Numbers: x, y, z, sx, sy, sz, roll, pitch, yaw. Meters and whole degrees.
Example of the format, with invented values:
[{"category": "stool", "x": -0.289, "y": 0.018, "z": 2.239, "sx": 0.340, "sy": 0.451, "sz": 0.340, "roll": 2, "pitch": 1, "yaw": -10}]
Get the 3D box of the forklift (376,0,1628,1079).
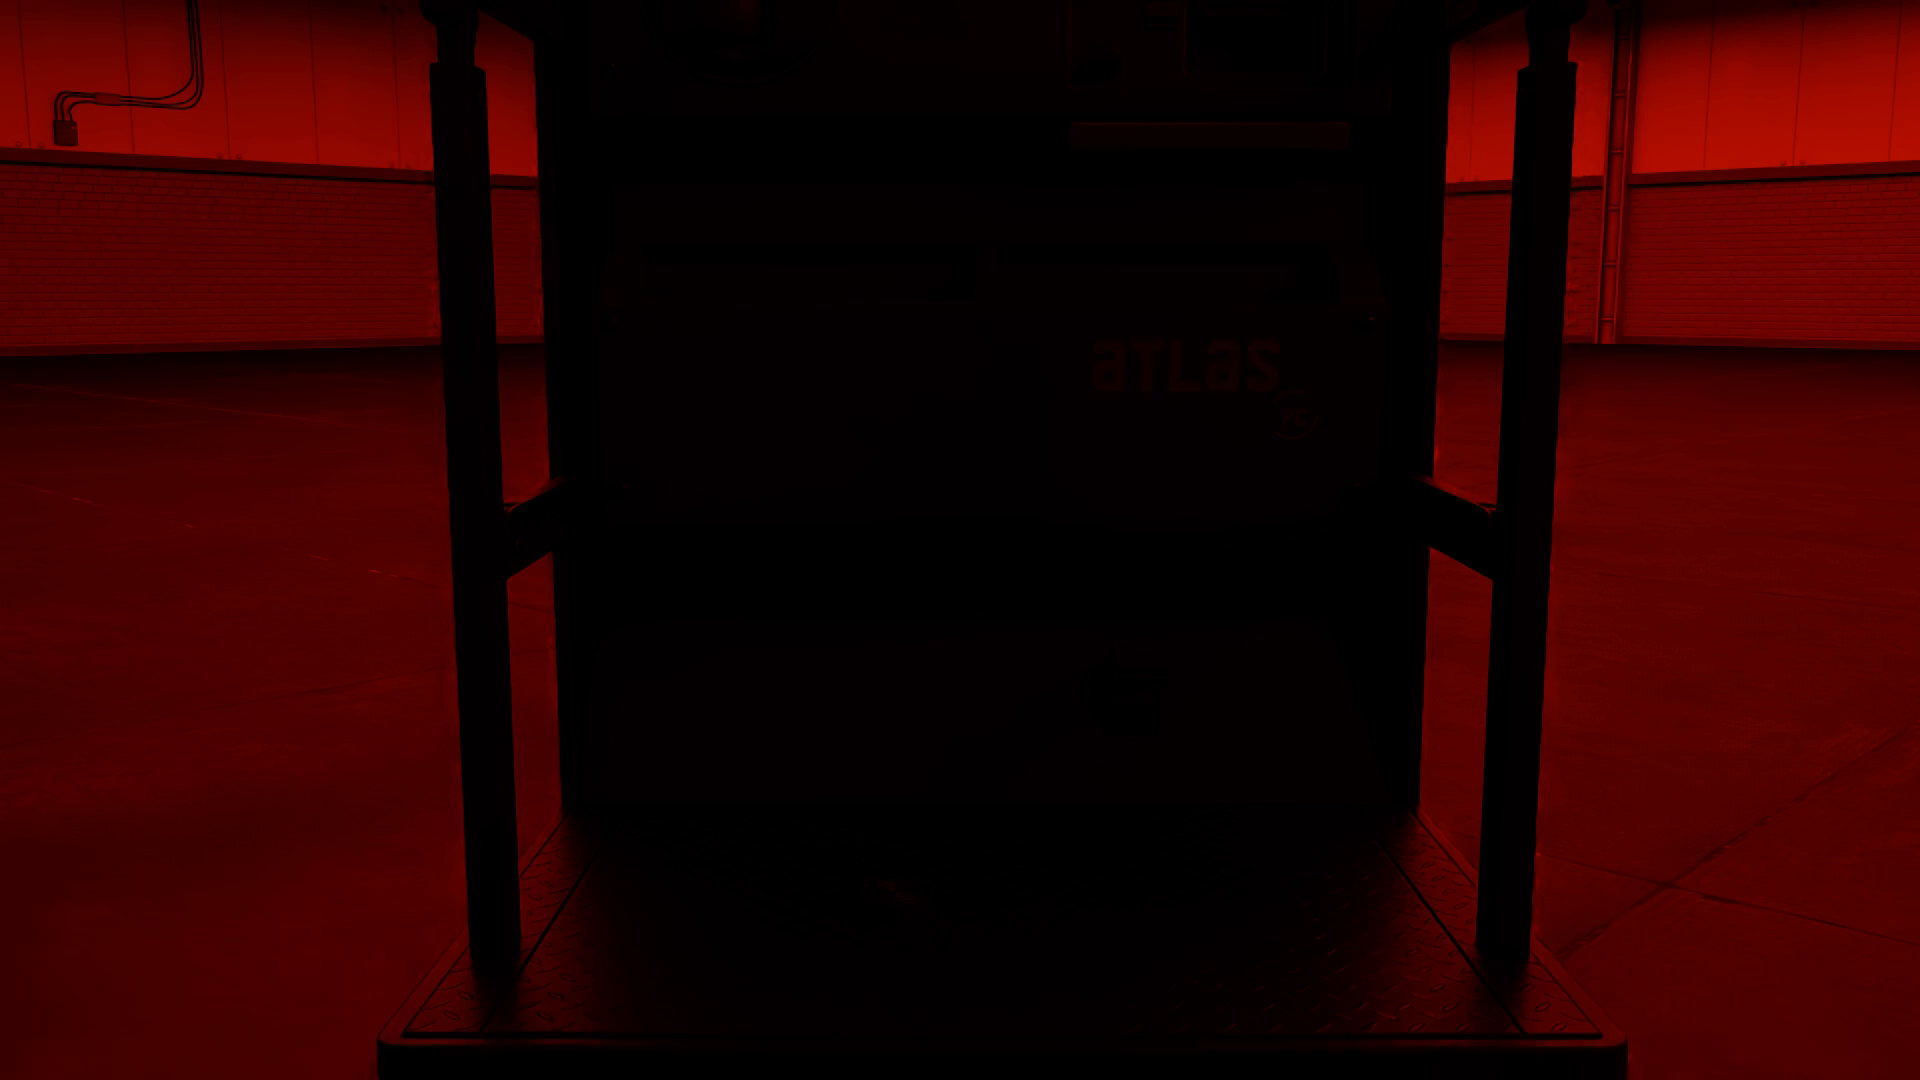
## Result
[{"category": "forklift", "x": 0.038, "y": -0.732, "z": 1.731, "sx": 1.130, "sy": 2.935, "sz": 3.031, "roll": 0, "pitch": 9, "yaw": 0}]
